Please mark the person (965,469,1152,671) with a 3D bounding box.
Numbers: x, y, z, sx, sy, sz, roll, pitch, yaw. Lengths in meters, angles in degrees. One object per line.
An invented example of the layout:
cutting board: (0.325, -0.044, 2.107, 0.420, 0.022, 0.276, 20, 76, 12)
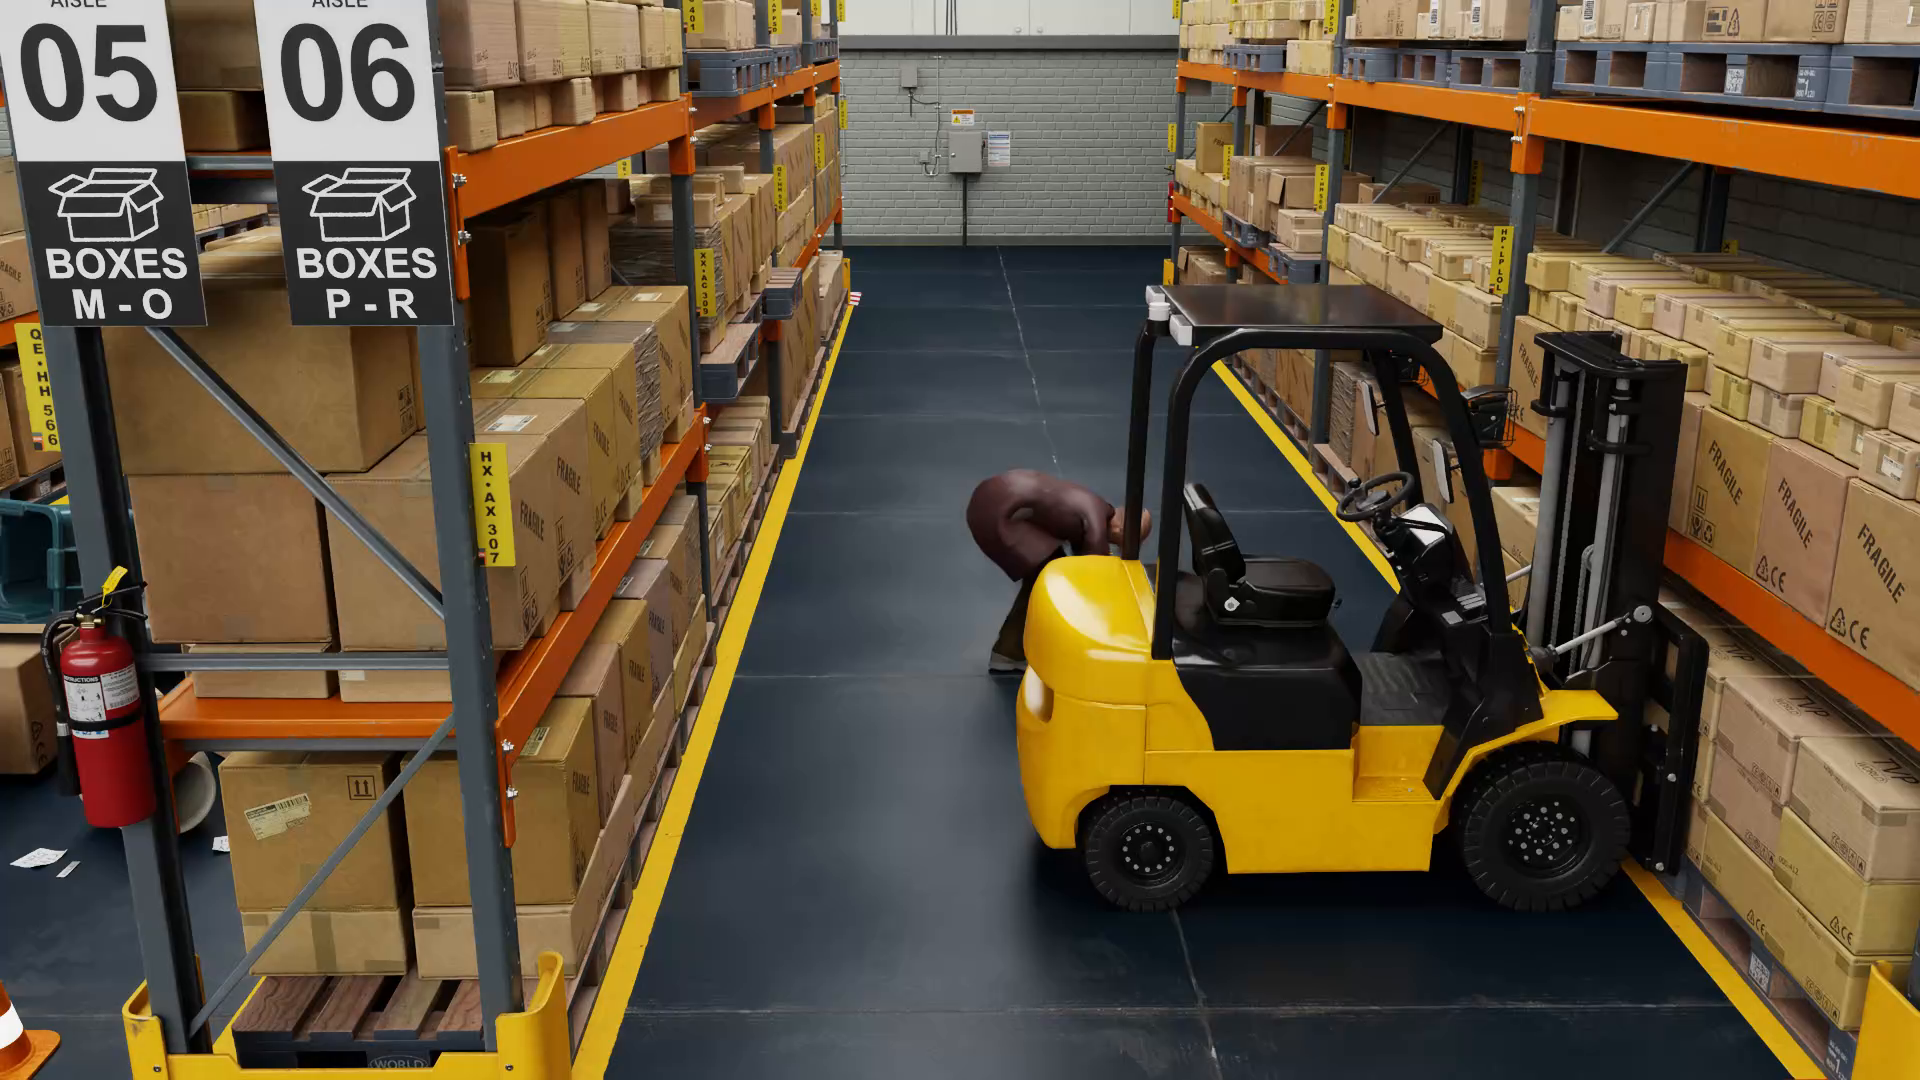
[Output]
person: (0.500, 0.136, 8.436, 0.942, 1.010, 0.582, -1, 17, -3)
